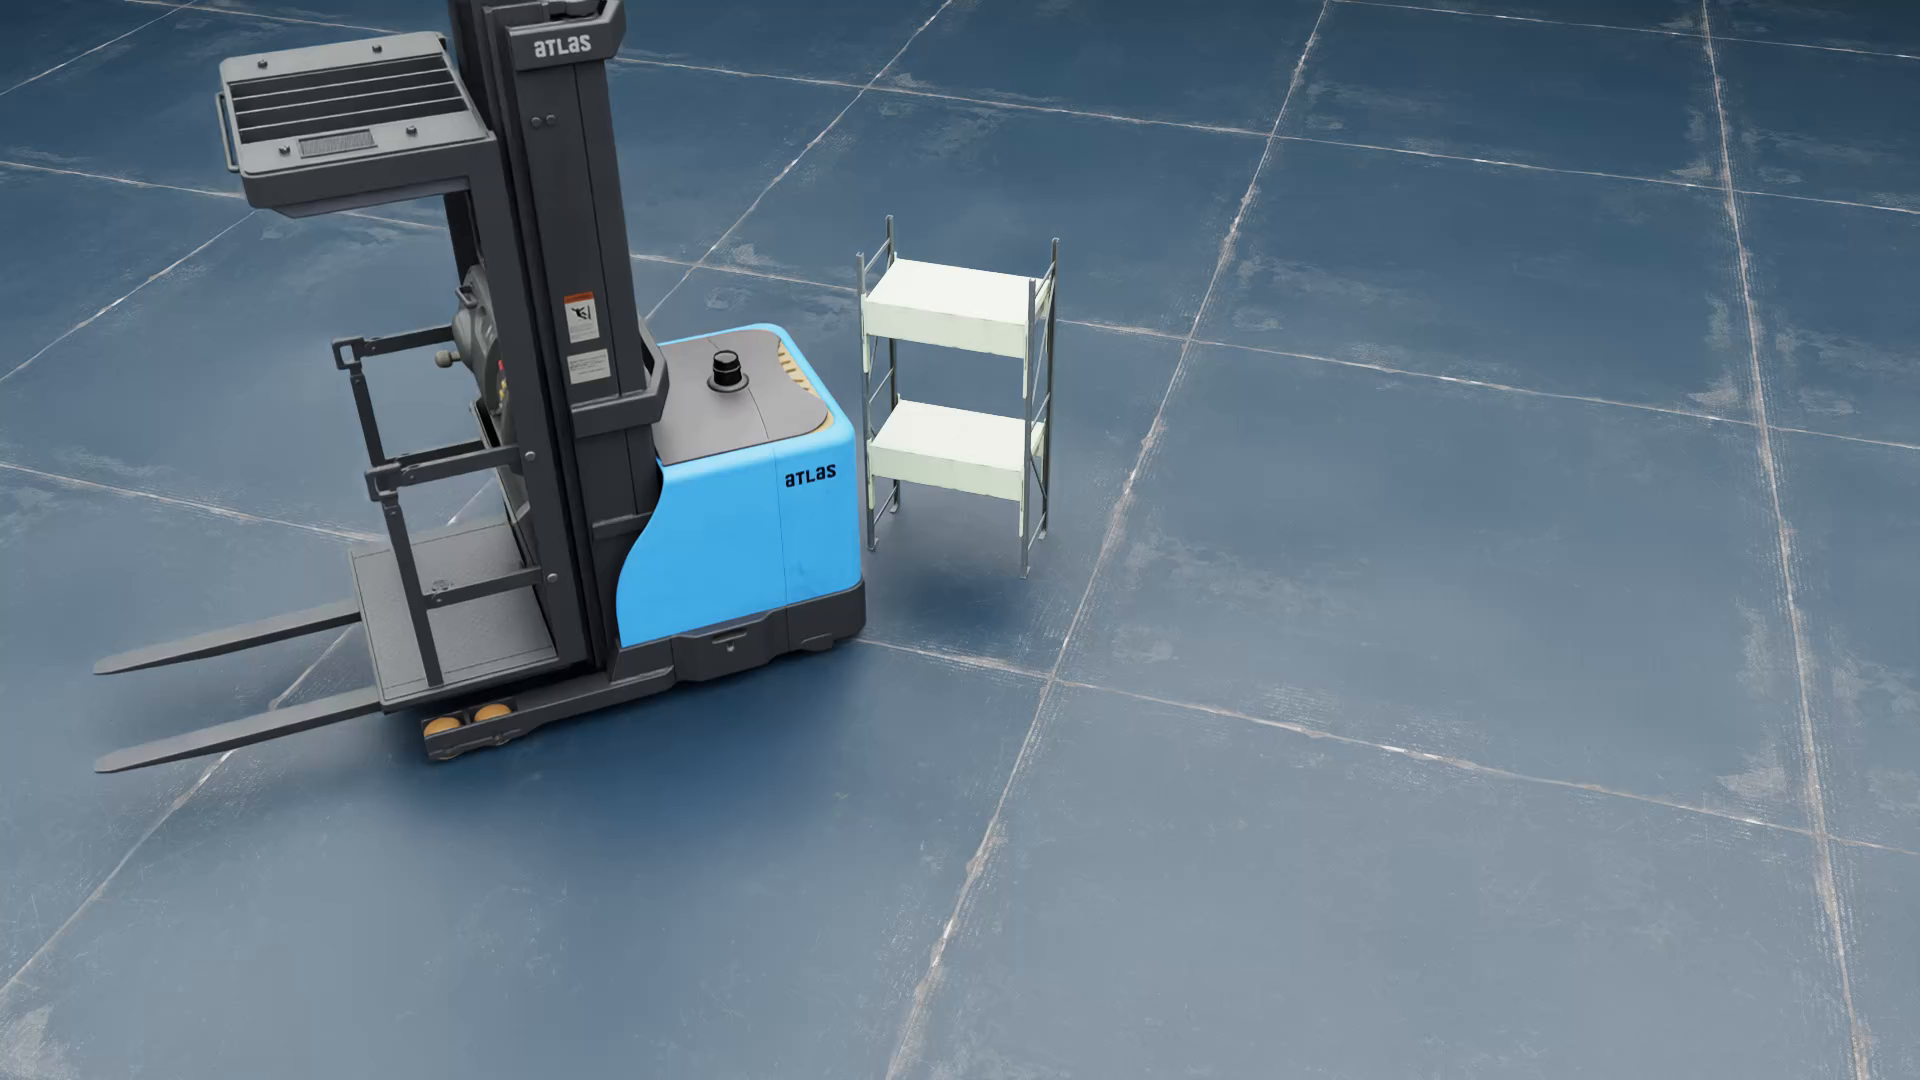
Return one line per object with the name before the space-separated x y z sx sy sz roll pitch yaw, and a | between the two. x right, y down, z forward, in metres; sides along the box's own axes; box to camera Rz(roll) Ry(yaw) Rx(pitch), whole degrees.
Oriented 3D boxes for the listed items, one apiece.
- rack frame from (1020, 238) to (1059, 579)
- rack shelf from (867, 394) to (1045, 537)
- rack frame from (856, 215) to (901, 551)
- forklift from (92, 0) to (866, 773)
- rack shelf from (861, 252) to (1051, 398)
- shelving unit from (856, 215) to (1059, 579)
rack frame | 0.343 -0.541 7.219 0.023 1.500 0.400 10 38 14
rack shelf | -0.006 -0.343 7.500 0.720 0.370 0.431 10 38 14
rack frame | -0.356 -0.670 7.395 0.023 1.500 0.400 10 38 14
forklift | -1.968 -0.671 6.189 3.031 2.935 1.130 -14 39 -19
rack shelf | -0.006 -0.919 7.076 0.720 0.370 0.431 10 38 14
shelving unit | -0.006 -0.605 7.307 0.755 1.500 0.431 10 38 14
